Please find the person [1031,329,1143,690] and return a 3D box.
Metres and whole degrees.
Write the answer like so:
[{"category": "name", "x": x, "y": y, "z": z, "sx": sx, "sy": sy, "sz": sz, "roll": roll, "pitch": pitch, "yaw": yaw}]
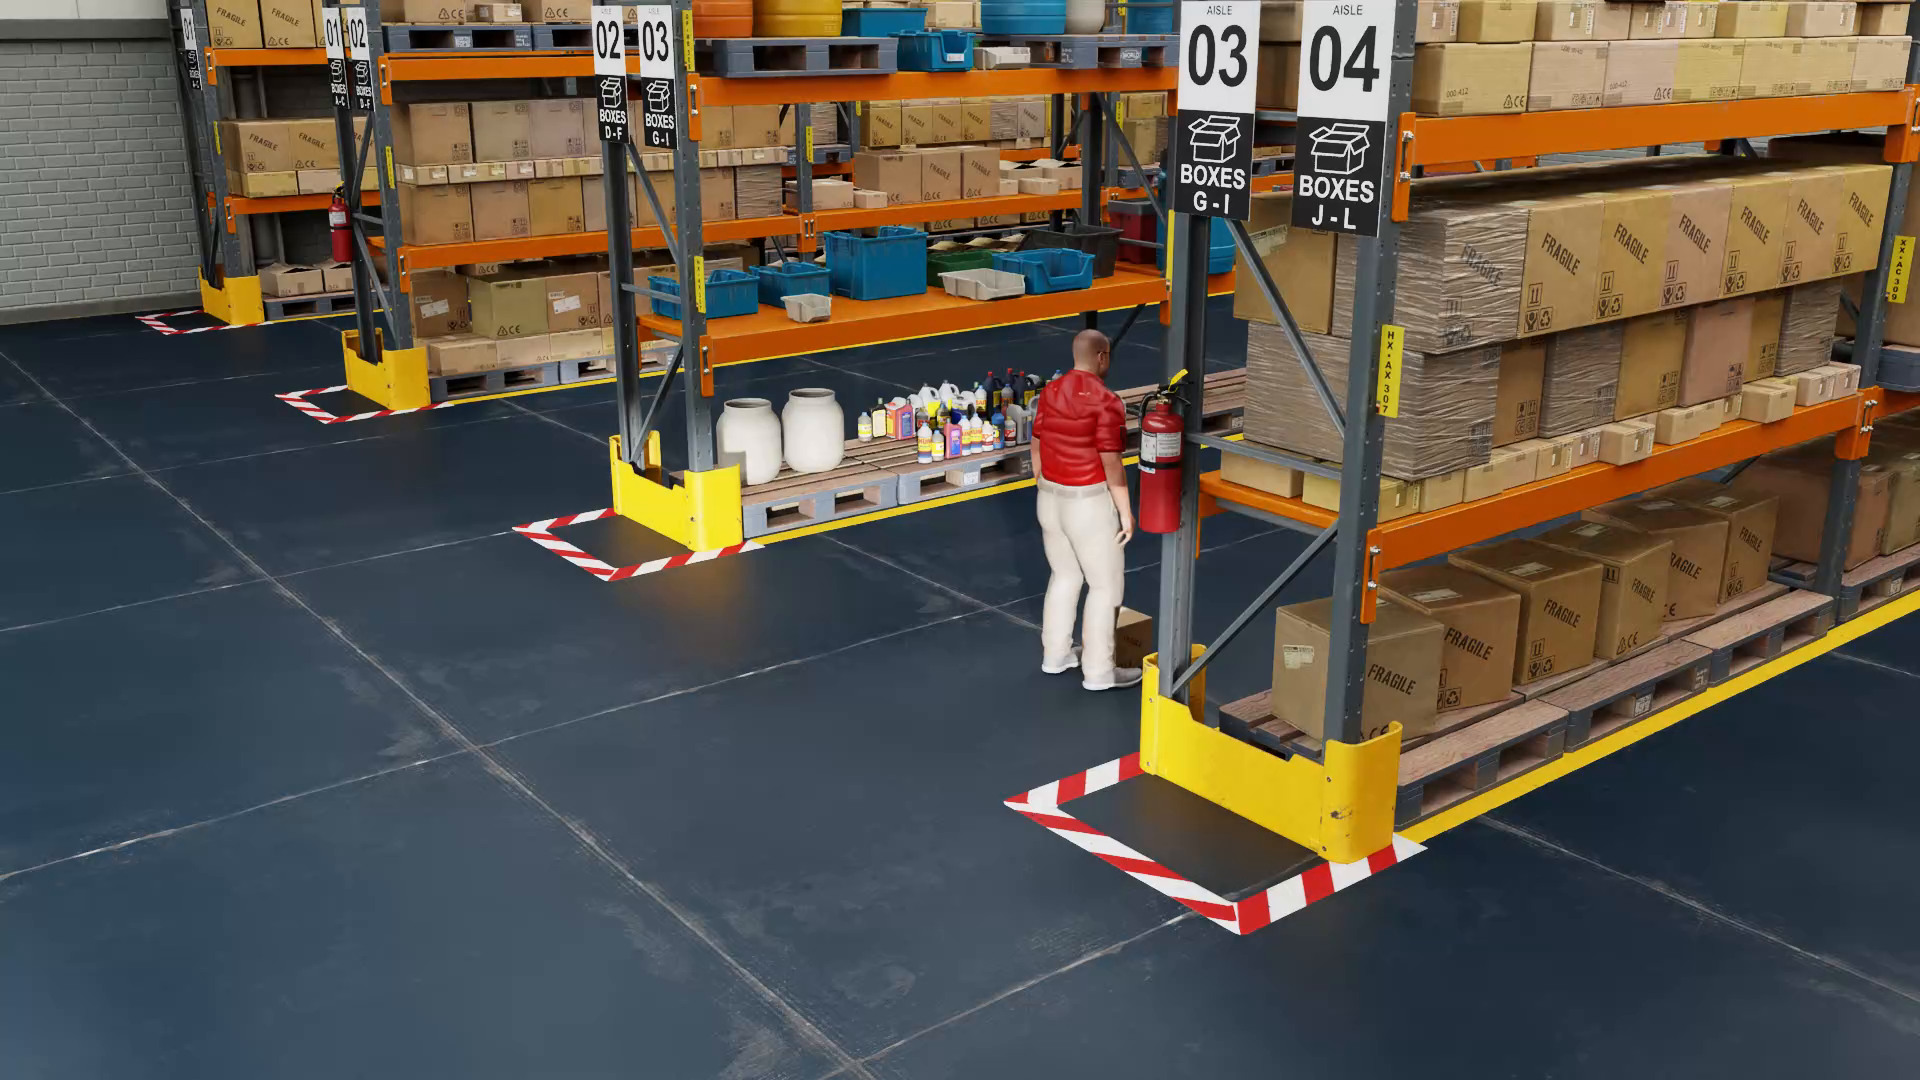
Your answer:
[{"category": "person", "x": 0.596, "y": -0.156, "z": 8.063, "sx": 0.386, "sy": 1.728, "sz": 0.606, "roll": -15, "pitch": 23, "yaw": -39}]
